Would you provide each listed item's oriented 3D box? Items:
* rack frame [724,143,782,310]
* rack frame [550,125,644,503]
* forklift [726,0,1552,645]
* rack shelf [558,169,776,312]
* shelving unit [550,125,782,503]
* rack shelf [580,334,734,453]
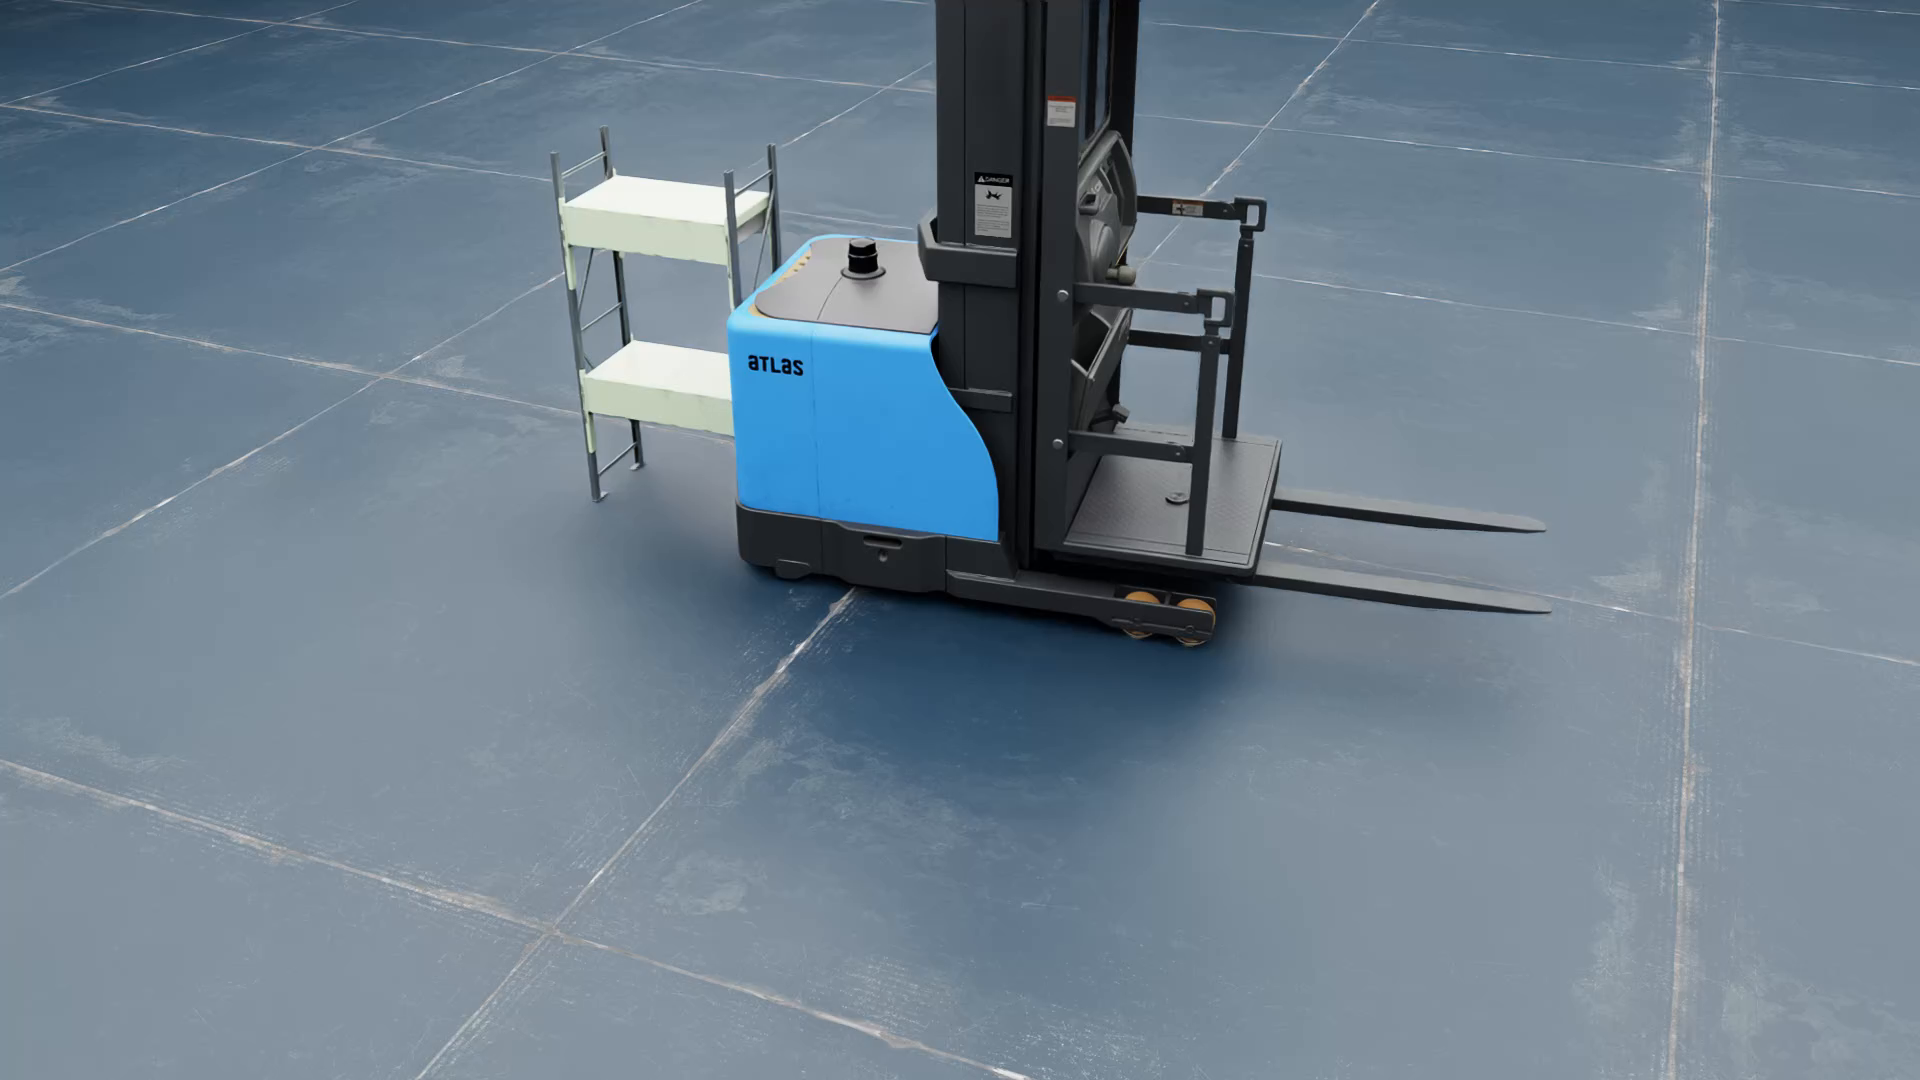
[{"bbox_3d":[-0.788,-0.782,6.610,0.023,1.500,0.400,10,31,17],"label":"rack frame"},{"bbox_3d":[-1.477,-0.904,6.825,0.023,1.500,0.400,10,31,17],"label":"rack frame"},{"bbox_3d":[0.709,-1.183,5.864,3.031,2.935,1.130,8,30,13],"label":"forklift"},{"bbox_3d":[-1.132,-1.183,6.526,0.720,0.370,0.431,10,31,17],"label":"rack shelf"},{"bbox_3d":[-1.132,-0.843,6.718,0.755,1.500,0.431,10,31,17],"label":"shelving unit"},{"bbox_3d":[-1.132,-0.559,6.878,0.720,0.370,0.431,10,31,17],"label":"rack shelf"}]
